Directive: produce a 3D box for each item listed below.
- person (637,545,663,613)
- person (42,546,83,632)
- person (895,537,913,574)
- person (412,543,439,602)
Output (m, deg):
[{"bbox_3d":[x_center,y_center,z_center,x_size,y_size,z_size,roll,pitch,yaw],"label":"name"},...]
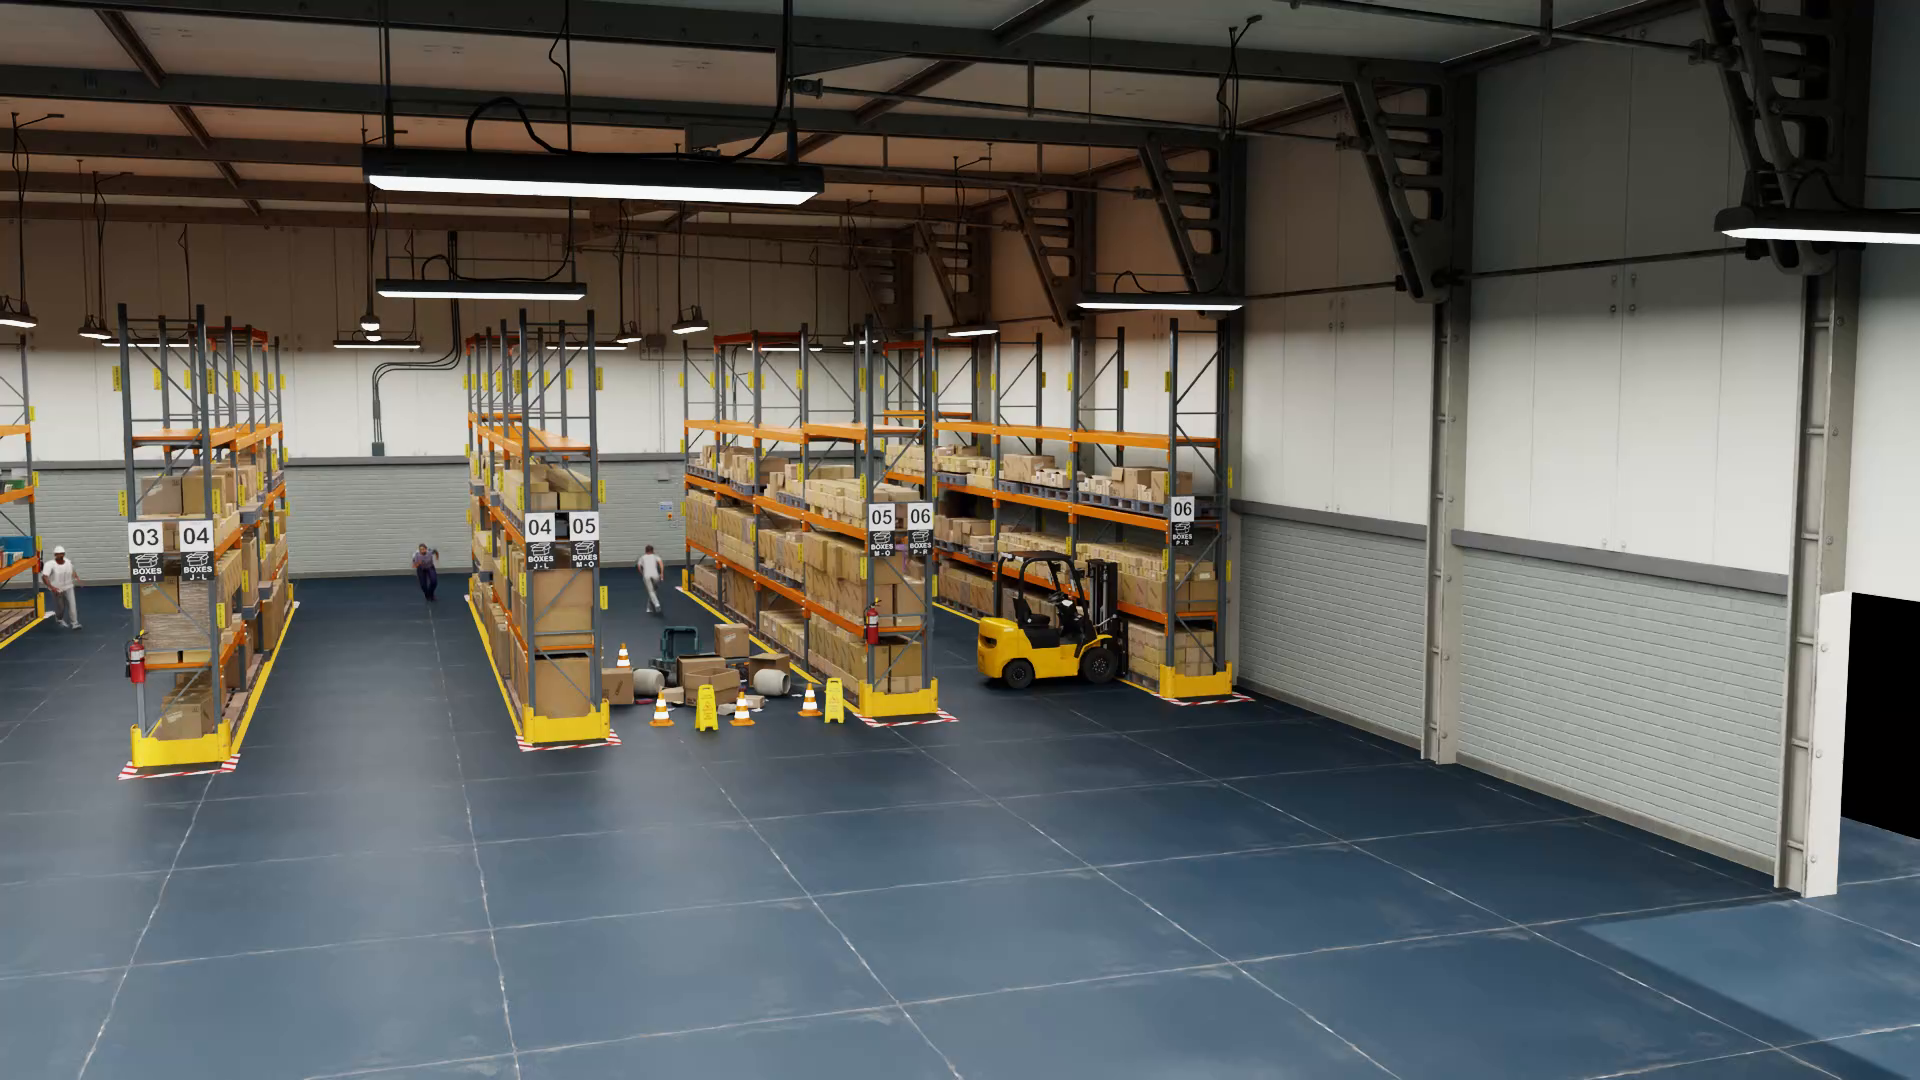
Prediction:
[{"bbox_3d":[-6.644,0.883,35.774,0.547,1.473,1.073,-1,6,-15],"label":"person"},{"bbox_3d":[-17.933,0.973,33.216,1.044,1.716,0.780,4,7,39],"label":"person"},{"bbox_3d":[-1.312,0.662,34.607,0.528,1.607,0.612,-3,6,-29],"label":"person"},{"bbox_3d":[-12.141,0.733,37.796,0.619,1.390,0.976,-2,6,-21],"label":"person"}]
